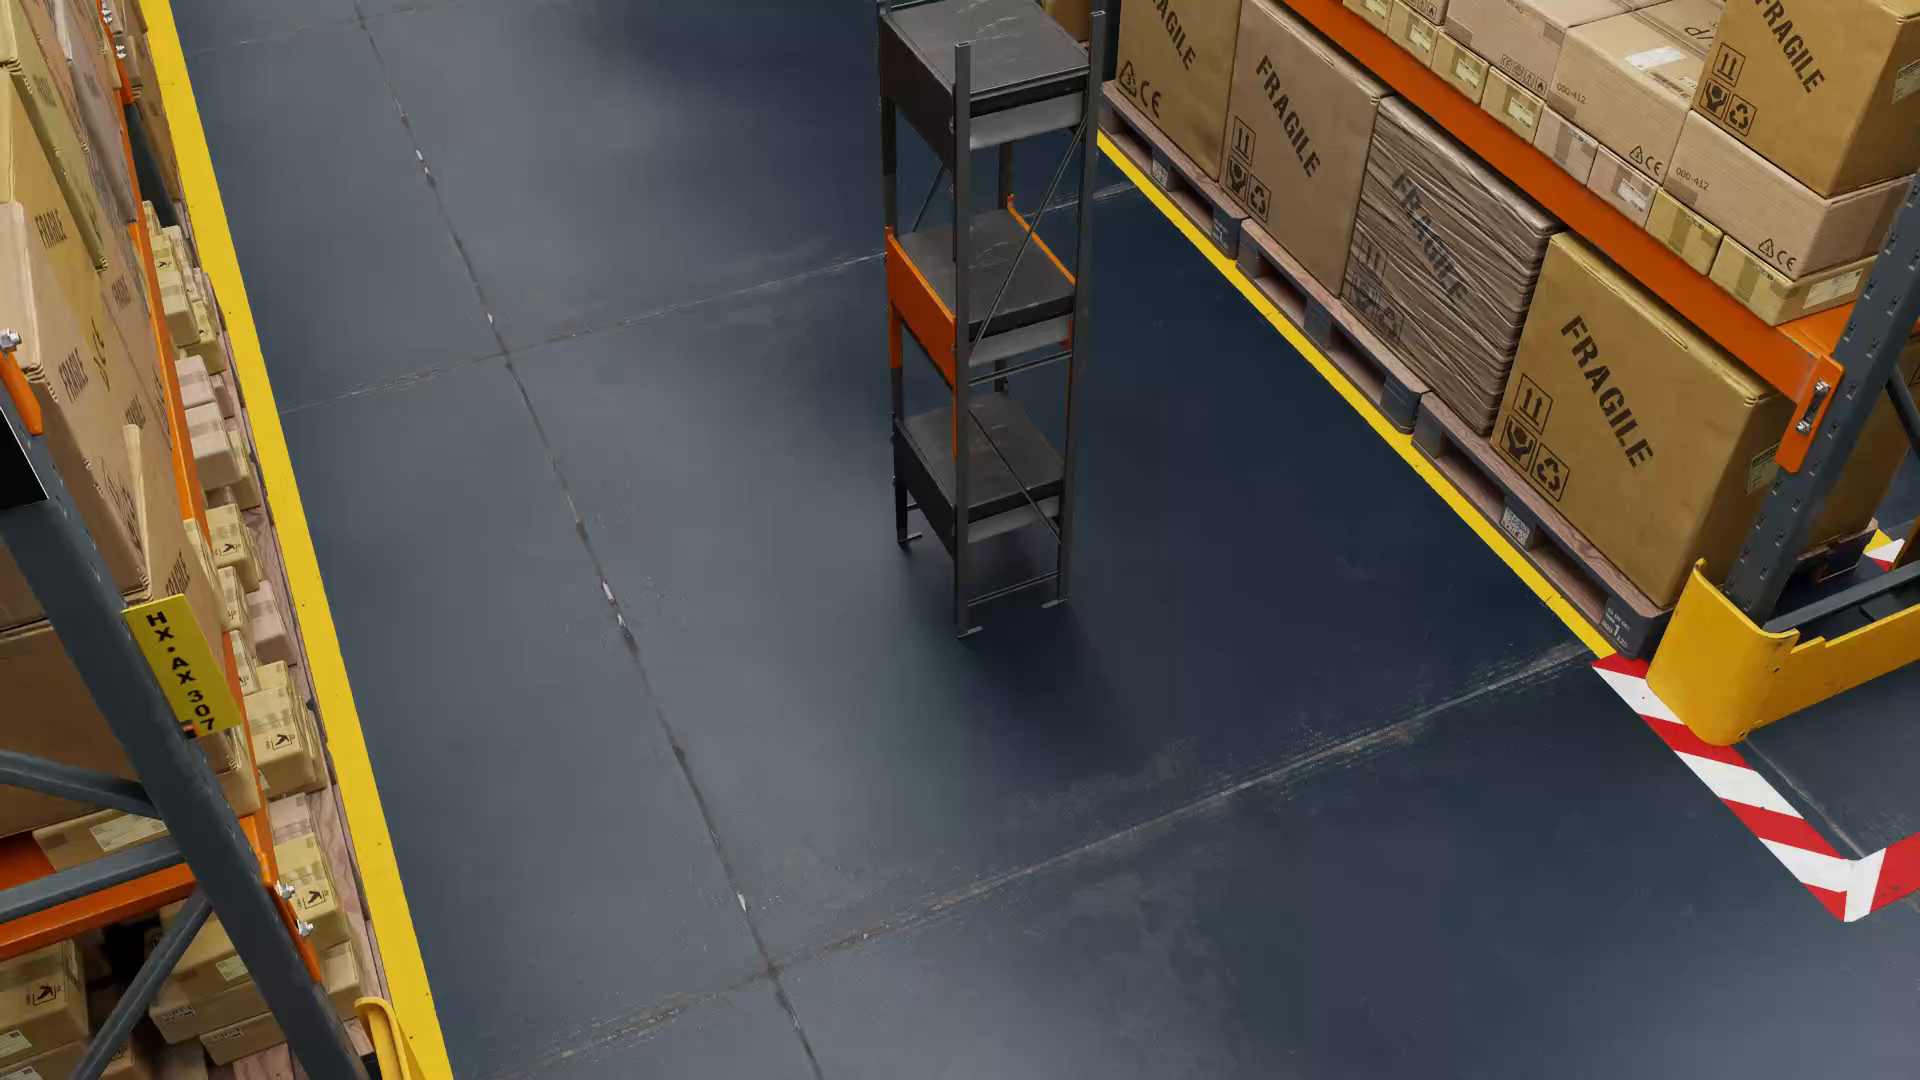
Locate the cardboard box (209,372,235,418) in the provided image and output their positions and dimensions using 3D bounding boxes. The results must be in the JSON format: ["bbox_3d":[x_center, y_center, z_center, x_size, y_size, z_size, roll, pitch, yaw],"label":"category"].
[{"bbox_3d":[-2.793,-0.509,5.861,0.380,0.149,0.250,-20,48,-19],"label":"cardboard box"}]

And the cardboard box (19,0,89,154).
[{"bbox_3d":[-2.370,-1.158,3.793,0.500,0.500,0.500,-19,48,-19],"label":"cardboard box"}]

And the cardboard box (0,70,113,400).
[{"bbox_3d":[-1.955,-0.496,3.122,0.500,0.500,0.500,-17,47,-16],"label":"cardboard box"}]

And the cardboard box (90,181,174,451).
[{"bbox_3d":[-2.169,-0.473,3.811,0.500,0.500,0.500,-17,47,-17],"label":"cardboard box"}]

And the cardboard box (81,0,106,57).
[{"bbox_3d":[-3.011,-1.780,5.135,0.500,0.500,0.500,-18,47,-17],"label":"cardboard box"}]

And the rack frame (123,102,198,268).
[{"bbox_3d":[-3.471,-1.863,5.503,1.000,3.000,0.127,-18,47,-17],"label":"rack frame"}]

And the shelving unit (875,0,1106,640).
[{"bbox_3d":[0.070,-0.642,4.906,0.431,2.100,0.503,-18,47,-17],"label":"shelving unit"}]

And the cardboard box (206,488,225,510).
[{"bbox_3d":[-2.560,-0.141,5.276,0.380,0.149,0.250,-20,48,-19],"label":"cardboard box"}]

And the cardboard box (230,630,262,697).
[{"bbox_3d":[-2.095,0.433,4.483,0.380,0.149,0.250,-20,48,-19],"label":"cardboard box"}]

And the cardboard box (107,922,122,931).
[{"bbox_3d":[-2.432,0.949,4.383,0.380,0.149,0.250,-18,47,-18],"label":"cardboard box"}]

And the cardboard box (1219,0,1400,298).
[{"bbox_3d":[1.656,-1.639,6.489,0.875,0.875,0.875,-18,47,-17],"label":"cardboard box"}]

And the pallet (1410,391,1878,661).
[{"bbox_3d":[2.347,-0.208,5.811,1.003,0.211,1.213,-18,47,-17],"label":"pallet"}]

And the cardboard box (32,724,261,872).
[{"bbox_3d":[-1.627,0.472,3.315,0.380,0.149,0.250,-18,48,-18],"label":"cardboard box"}]

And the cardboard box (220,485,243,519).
[{"bbox_3d":[-2.513,-0.003,5.348,0.380,0.149,0.250,-17,47,-17],"label":"cardboard box"}]

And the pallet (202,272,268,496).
[{"bbox_3d":[-3.156,-0.453,6.059,1.003,0.211,1.213,-18,47,-17],"label":"pallet"}]

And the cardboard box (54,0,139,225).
[{"bbox_3d":[-2.586,-1.131,4.478,0.500,0.500,0.500,-18,47,-18],"label":"cardboard box"}]

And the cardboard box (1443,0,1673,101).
[{"bbox_3d":[1.883,-1.645,5.177,0.500,0.250,0.500,-20,48,-19],"label":"cardboard box"}]

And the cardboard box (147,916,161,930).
[{"bbox_3d":[-1.903,0.980,4.352,0.380,0.149,0.250,-18,47,-18],"label":"cardboard box"}]

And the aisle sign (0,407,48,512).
[{"bbox_3d":[-1.486,-0.282,2.049,0.394,0.787,0.004,-18,47,-17],"label":"aisle sign"}]

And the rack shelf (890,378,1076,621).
[{"bbox_3d":[0.070,-0.134,5.407,0.431,0.518,0.480,-18,47,-17],"label":"rack shelf"}]

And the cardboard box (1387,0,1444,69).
[{"bbox_3d":[1.663,-1.729,5.546,0.380,0.149,0.250,-17,47,-17],"label":"cardboard box"}]

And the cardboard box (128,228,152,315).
[{"bbox_3d":[-2.415,-0.686,4.488,0.380,0.149,0.250,-17,47,-17],"label":"cardboard box"}]

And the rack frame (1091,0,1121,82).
[{"bbox_3d":[1.072,-3.264,6.922,1.000,3.000,0.127,-18,47,-17],"label":"rack frame"}]

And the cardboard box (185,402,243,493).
[{"bbox_3d":[-2.470,-0.250,5.175,0.380,0.149,0.250,-20,48,-19],"label":"cardboard box"}]

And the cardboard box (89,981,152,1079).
[{"bbox_3d":[-2.199,1.277,4.051,0.380,0.149,0.250,-17,47,-17],"label":"cardboard box"}]

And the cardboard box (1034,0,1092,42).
[{"bbox_3d":[0.785,-3.059,7.928,1.225,0.875,0.875,-18,47,-17],"label":"cardboard box"}]

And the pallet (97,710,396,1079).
[{"bbox_3d":[-2.130,1.102,4.483,1.003,0.211,1.213,-18,47,-17],"label":"pallet"}]

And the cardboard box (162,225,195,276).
[{"bbox_3d":[-3.050,-0.997,6.144,0.380,0.149,0.250,-17,47,-17],"label":"cardboard box"}]

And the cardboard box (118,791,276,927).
[{"bbox_3d":[-1.926,0.765,4.146,0.380,0.149,0.250,-17,47,-17],"label":"cardboard box"}]

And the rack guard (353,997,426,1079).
[{"bbox_3d":[-1.821,1.527,3.846,1.175,0.500,0.348,-18,47,-17],"label":"rack guard"}]

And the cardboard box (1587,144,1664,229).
[{"bbox_3d":[2.090,-1.081,4.889,0.380,0.149,0.250,-18,47,-17],"label":"cardboard box"}]

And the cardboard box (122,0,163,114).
[{"bbox_3d":[-3.765,-2.009,7.131,0.500,0.500,0.500,-16,47,-16],"label":"cardboard box"}]

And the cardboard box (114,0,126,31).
[{"bbox_3d":[-3.768,-2.277,6.869,0.500,0.250,0.500,-17,47,-16],"label":"cardboard box"}]

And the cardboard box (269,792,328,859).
[{"bbox_3d":[-1.840,0.844,4.278,0.380,0.149,0.250,-18,47,-18],"label":"cardboard box"}]

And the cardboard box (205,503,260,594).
[{"bbox_3d":[-2.272,0.072,4.848,0.380,0.149,0.250,-17,47,-17],"label":"cardboard box"}]

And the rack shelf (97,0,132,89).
[{"bbox_3d":[-4.311,-2.882,7.047,1.077,0.370,4.000,-18,47,-17],"label":"rack shelf"}]

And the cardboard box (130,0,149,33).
[{"bbox_3d":[-4.186,-2.666,7.797,0.500,0.500,0.500,-20,48,-19],"label":"cardboard box"}]

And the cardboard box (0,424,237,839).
[{"bbox_3d":[-1.727,0.177,3.152,0.500,0.500,0.500,-16,47,-16],"label":"cardboard box"}]

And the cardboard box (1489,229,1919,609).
[{"bbox_3d":[2.412,-0.492,5.327,0.875,0.875,0.875,-18,47,-17],"label":"cardboard box"}]

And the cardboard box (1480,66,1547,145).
[{"bbox_3d":[1.875,-1.405,5.217,0.380,0.149,0.250,-19,48,-18],"label":"cardboard box"}]

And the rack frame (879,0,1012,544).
[{"bbox_3d":[-0.033,-0.797,5.063,0.400,2.100,0.015,-18,47,-17],"label":"rack frame"}]

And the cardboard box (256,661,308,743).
[{"bbox_3d":[-2.033,0.519,4.607,0.380,0.149,0.250,-17,47,-16],"label":"cardboard box"}]

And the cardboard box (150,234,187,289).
[{"bbox_3d":[-2.941,-0.909,5.843,0.380,0.149,0.250,-17,47,-17],"label":"cardboard box"}]

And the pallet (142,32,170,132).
[{"bbox_3d":[-4.316,-2.145,7.774,1.003,0.211,1.213,-18,47,-17],"label":"pallet"}]

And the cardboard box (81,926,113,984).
[{"bbox_3d":[-2.331,1.011,4.109,0.380,0.149,0.250,-19,48,-18],"label":"cardboard box"}]

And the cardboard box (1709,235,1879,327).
[{"bbox_3d":[2.306,-0.755,4.558,0.380,0.149,0.250,-17,47,-17],"label":"cardboard box"}]

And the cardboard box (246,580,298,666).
[{"bbox_3d":[-2.241,0.310,5.031,0.380,0.149,0.250,-20,48,-19],"label":"cardboard box"}]

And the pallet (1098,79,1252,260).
[{"bbox_3d":[1.321,-1.763,7.387,1.003,0.211,1.213,-18,47,-17],"label":"pallet"}]

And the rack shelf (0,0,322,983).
[{"bbox_3d":[-2.630,-0.333,4.464,1.077,0.370,4.000,-18,47,-17],"label":"rack shelf"}]

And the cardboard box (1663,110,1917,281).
[{"bbox_3d":[2.310,-0.998,4.520,0.500,0.250,0.500,-19,48,-18],"label":"cardboard box"}]

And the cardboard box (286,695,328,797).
[{"bbox_3d":[-2.022,0.628,4.708,0.380,0.149,0.250,-17,47,-17],"label":"cardboard box"}]

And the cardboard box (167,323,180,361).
[{"bbox_3d":[-2.792,-0.564,5.493,0.380,0.149,0.250,-17,47,-16],"label":"cardboard box"}]

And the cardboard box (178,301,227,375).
[{"bbox_3d":[-2.796,-0.663,5.805,0.380,0.149,0.250,-20,48,-19],"label":"cardboard box"}]

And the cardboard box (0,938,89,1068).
[{"bbox_3d":[-2.241,1.077,3.830,0.380,0.149,0.250,-18,47,-17],"label":"cardboard box"}]
